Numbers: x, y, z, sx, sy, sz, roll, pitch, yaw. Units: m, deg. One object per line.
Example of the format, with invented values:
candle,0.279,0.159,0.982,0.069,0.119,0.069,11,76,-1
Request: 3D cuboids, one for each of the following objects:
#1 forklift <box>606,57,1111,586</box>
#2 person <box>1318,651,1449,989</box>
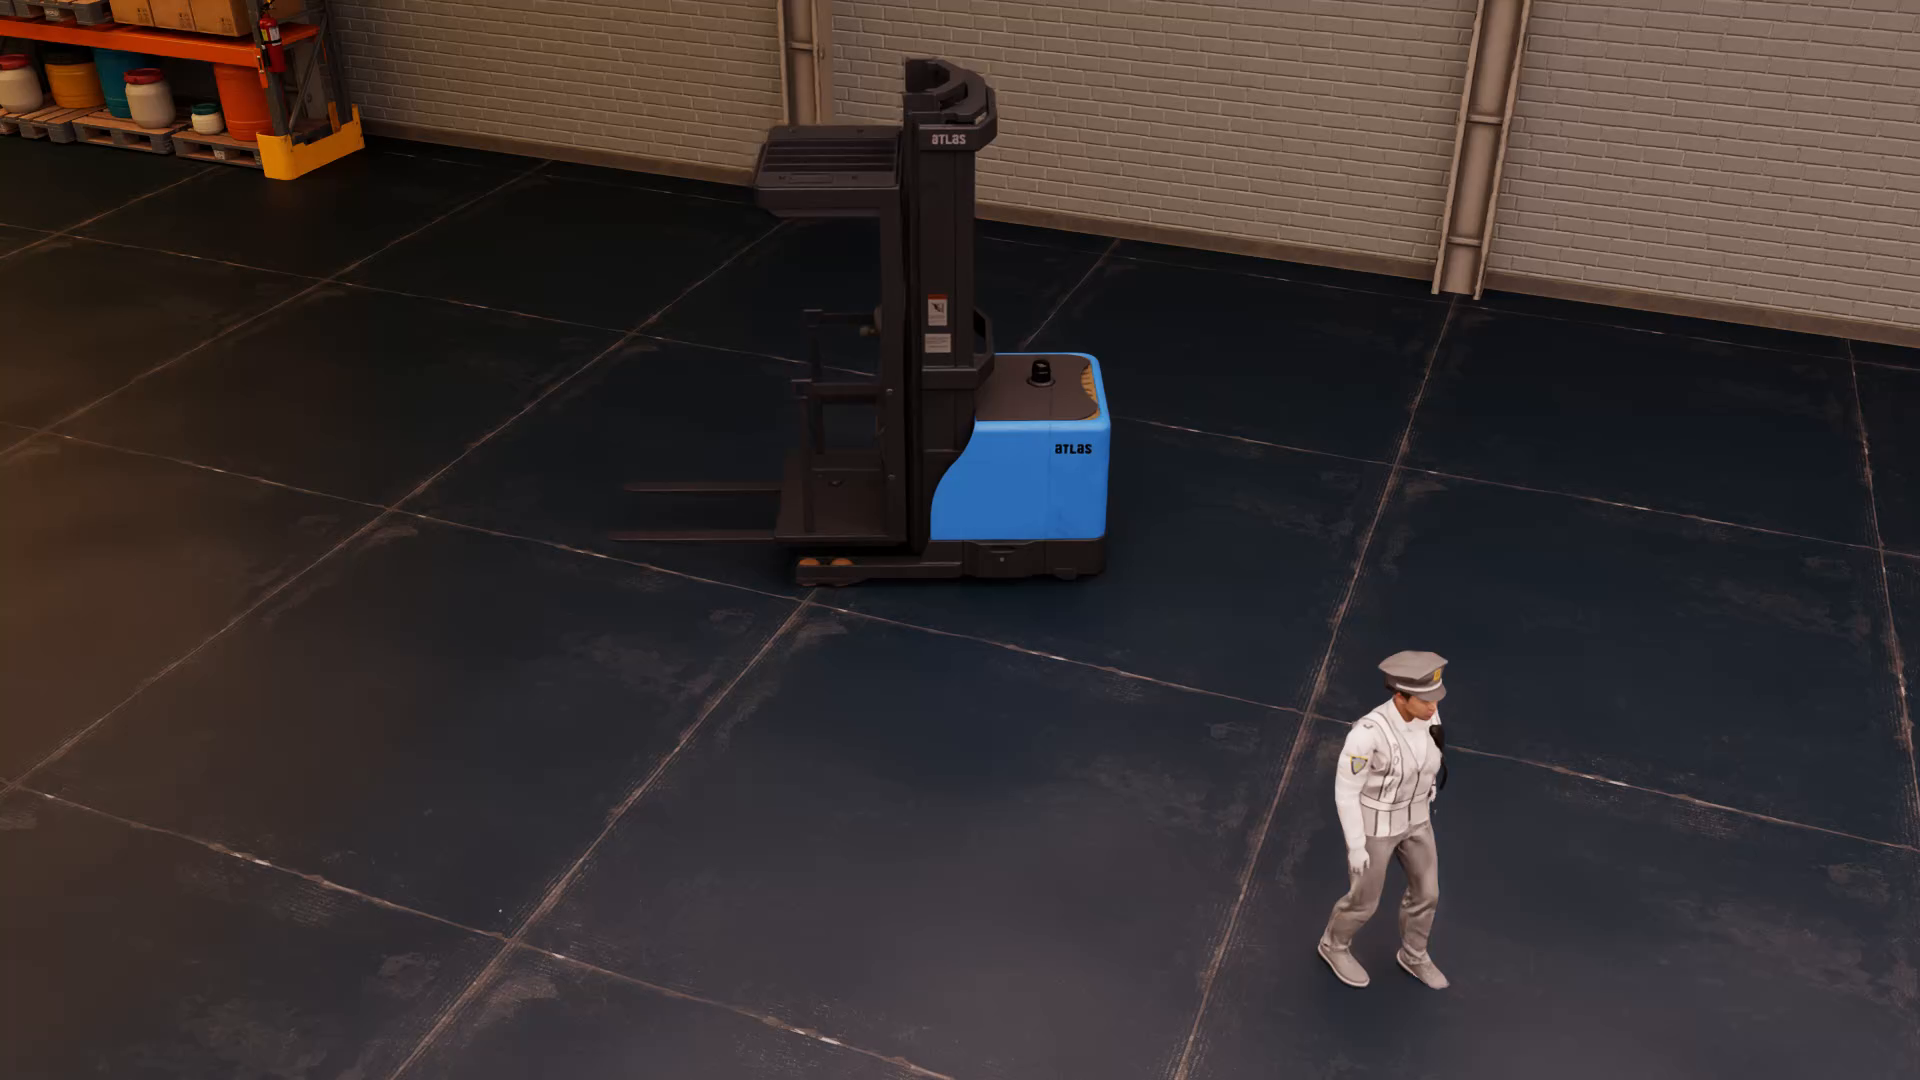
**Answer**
forklift,-0.634,-1.251,9.736,3.031,2.935,1.130,0,31,-1
person,1.825,1.227,6.912,0.574,1.721,0.492,-17,35,-26
